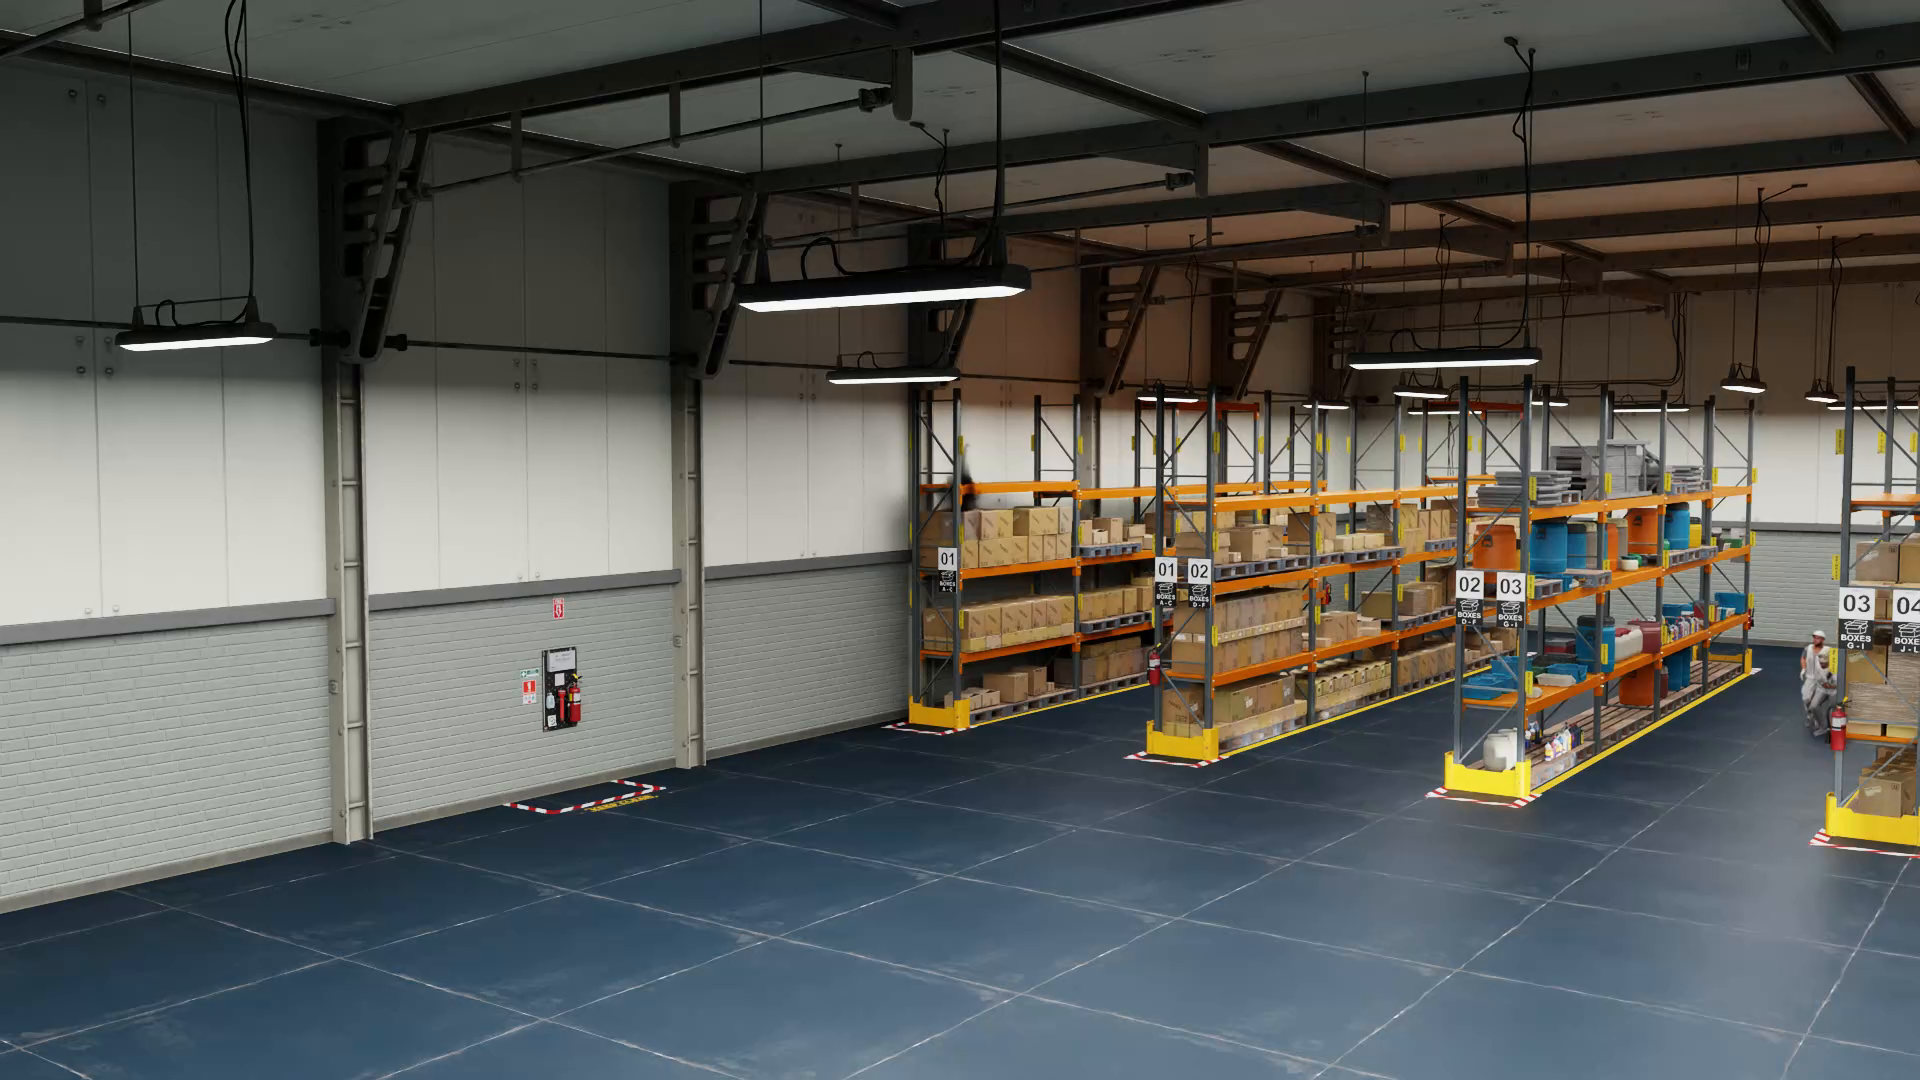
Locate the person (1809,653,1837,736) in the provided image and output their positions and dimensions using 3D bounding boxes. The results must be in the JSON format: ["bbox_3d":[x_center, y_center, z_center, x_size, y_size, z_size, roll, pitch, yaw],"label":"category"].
[{"bbox_3d":[14.874,2.624,28.426,1.073,1.438,0.606,-2,4,-36],"label":"person"}]

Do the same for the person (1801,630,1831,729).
[{"bbox_3d":[15.012,2.456,29.113,0.647,1.756,0.643,3,4,39],"label":"person"}]
